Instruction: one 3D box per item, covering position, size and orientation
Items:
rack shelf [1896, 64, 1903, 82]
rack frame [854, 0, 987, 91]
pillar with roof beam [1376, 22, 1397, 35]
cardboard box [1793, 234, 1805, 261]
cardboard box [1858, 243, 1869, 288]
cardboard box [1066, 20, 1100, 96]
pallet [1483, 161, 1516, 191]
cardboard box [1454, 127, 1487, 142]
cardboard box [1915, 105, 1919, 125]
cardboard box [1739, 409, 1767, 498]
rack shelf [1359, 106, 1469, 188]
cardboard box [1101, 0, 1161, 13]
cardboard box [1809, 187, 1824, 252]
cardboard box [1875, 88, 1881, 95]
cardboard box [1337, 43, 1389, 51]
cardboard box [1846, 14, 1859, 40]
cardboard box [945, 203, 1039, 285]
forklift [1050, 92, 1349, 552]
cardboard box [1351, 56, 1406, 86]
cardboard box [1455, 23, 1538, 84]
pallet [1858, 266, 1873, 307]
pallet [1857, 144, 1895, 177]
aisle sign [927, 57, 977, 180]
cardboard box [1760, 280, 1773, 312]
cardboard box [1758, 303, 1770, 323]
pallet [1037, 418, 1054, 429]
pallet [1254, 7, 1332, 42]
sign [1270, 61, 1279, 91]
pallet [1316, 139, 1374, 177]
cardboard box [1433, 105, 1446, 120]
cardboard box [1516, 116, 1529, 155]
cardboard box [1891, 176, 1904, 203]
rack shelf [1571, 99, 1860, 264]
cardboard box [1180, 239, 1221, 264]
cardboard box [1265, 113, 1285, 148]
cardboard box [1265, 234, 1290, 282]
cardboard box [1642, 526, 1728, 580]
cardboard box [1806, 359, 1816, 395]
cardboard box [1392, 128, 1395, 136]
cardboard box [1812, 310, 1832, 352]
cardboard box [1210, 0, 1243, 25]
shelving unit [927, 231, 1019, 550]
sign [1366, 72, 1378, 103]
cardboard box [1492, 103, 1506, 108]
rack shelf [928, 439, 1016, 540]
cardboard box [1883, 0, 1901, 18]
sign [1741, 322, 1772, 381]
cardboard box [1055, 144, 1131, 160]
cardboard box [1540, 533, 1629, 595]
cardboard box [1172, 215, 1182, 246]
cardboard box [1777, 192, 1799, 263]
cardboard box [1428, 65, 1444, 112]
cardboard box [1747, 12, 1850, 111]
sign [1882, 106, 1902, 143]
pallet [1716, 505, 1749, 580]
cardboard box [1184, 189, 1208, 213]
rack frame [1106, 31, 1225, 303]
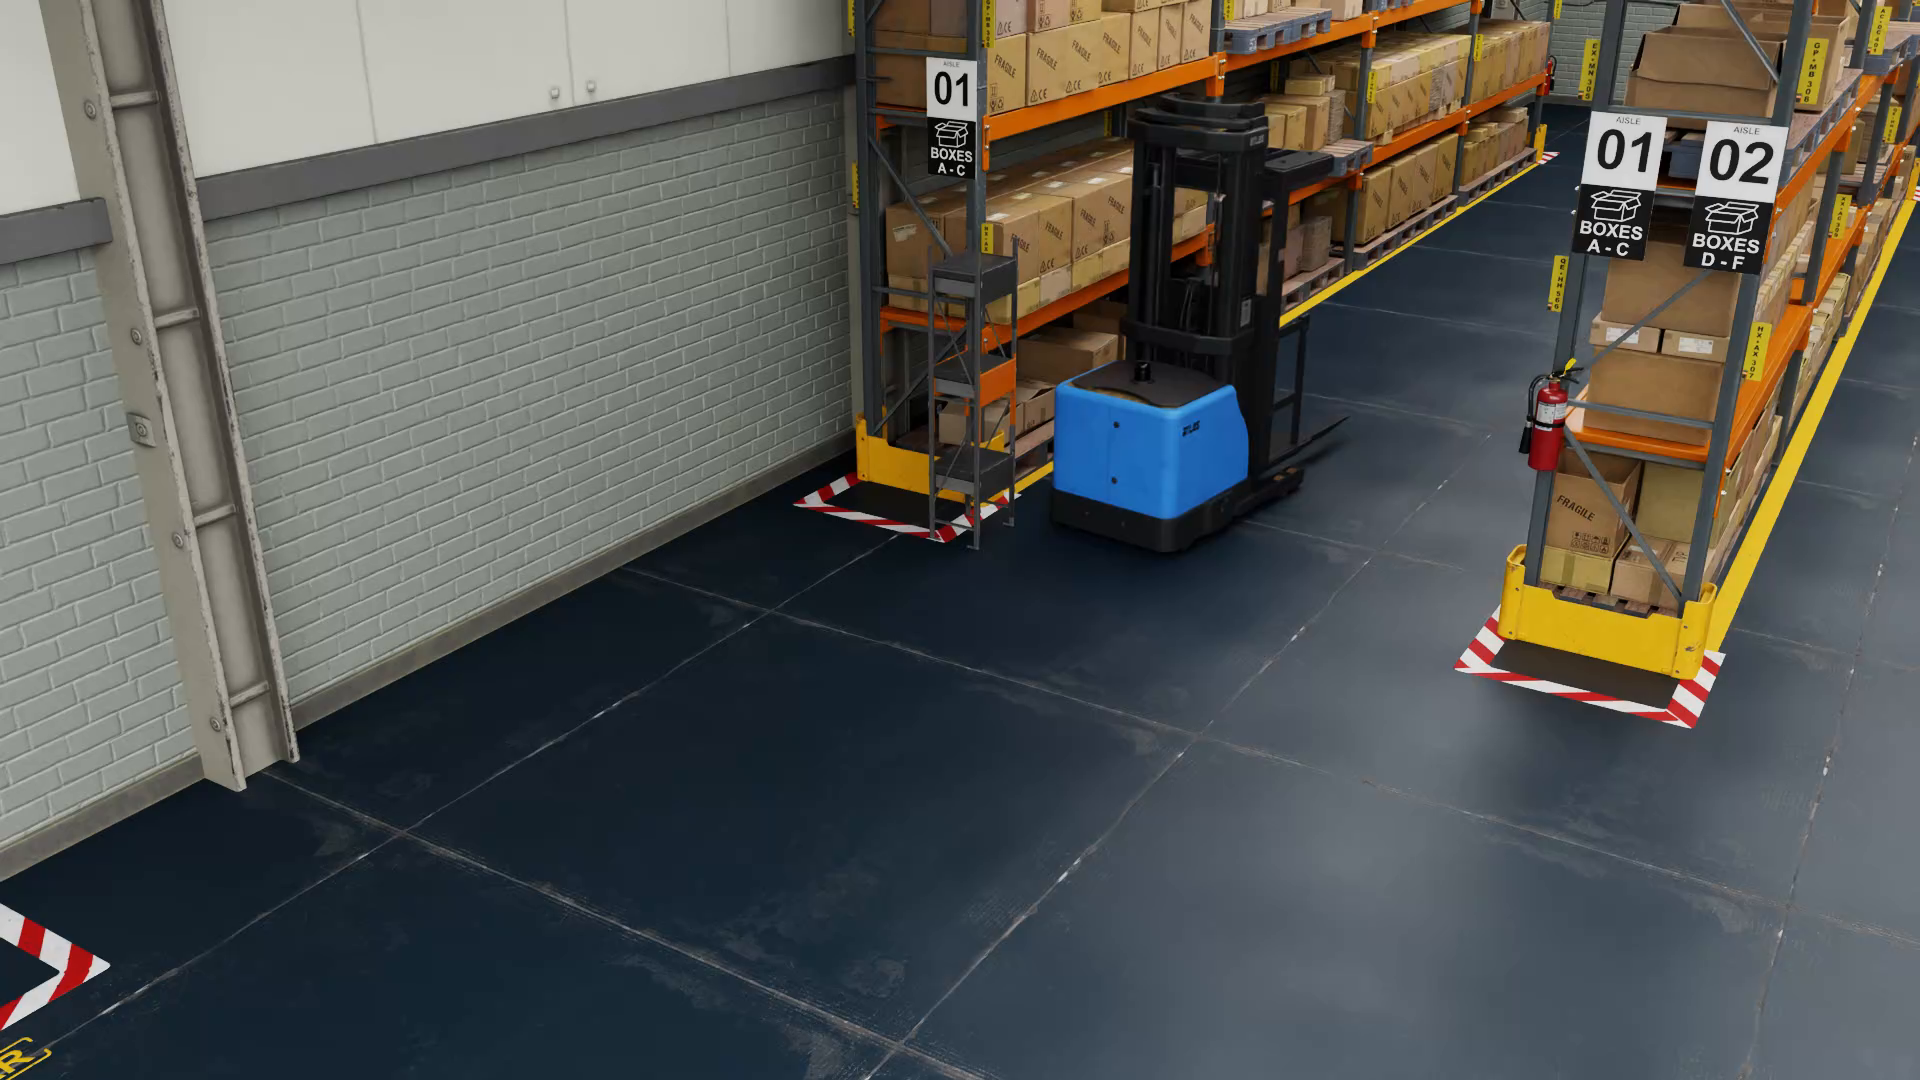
[{"bbox_3d":[9.211,-5.149,16.998,1.077,0.370,4.000,14,27,29],"label":"rack shelf"},{"bbox_3d":[-0.275,-4.517,10.857,1.000,3.000,0.127,14,27,29],"label":"rack frame"},{"bbox_3d":[9.347,-8.083,19.094,9.100,9.000,0.400,14,27,29],"label":"pillar with roof beam"},{"bbox_3d":[5.816,-2.112,11.911,0.380,0.149,0.250,13,27,27],"label":"cardboard box"},{"bbox_3d":[8.910,-2.754,16.928,0.500,0.500,0.500,13,27,27],"label":"cardboard box"},{"bbox_3d":[0.698,-3.606,12.377,0.500,0.500,0.500,15,28,31],"label":"cardboard box"},{"bbox_3d":[7.165,-5.188,23.469,1.003,0.211,1.213,14,27,29],"label":"pallet"},{"bbox_3d":[6.872,-5.466,22.401,0.380,0.149,0.250,15,28,31],"label":"cardboard box"},{"bbox_3d":[11.299,-5.280,20.045,0.500,0.500,0.500,14,27,29],"label":"cardboard box"},{"bbox_3d":[5.201,-0.642,11.447,0.500,0.500,0.500,14,27,29],"label":"cardboard box"},{"bbox_3d":[5.000,-4.809,19.988,1.077,0.370,4.000,14,27,29],"label":"rack shelf"},{"bbox_3d":[1.255,-4.413,12.983,0.500,0.500,0.500,13,27,27],"label":"cardboard box"},{"bbox_3d":[7.007,-2.726,14.145,0.500,0.500,0.500,14,27,29],"label":"cardboard box"},{"bbox_3d":[9.517,-4.658,18.079,0.700,0.500,0.500,19,30,37],"label":"cardboard box"},{"bbox_3d":[4.782,-5.726,19.731,0.500,0.250,0.500,13,27,28],"label":"cardboard box"},{"bbox_3d":[7.106,-4.210,13.584,0.500,0.250,0.500,11,26,25],"label":"cardboard box"},{"bbox_3d":[0.232,-2.147,12.153,0.500,0.500,0.500,14,27,29],"label":"cardboard box"},{"bbox_3d":[1.960,-1.776,12.164,1.130,2.935,3.031,18,29,35],"label":"forklift"},{"bbox_3d":[4.687,-5.281,18.703,0.500,0.250,0.500,13,27,28],"label":"cardboard box"},{"bbox_3d":[7.530,-6.880,23.489,0.980,0.700,0.700,14,27,29],"label":"cardboard box"},{"bbox_3d":[9.226,-2.802,17.956,1.003,0.211,1.213,14,27,29],"label":"pallet"},{"bbox_3d":[9.178,-3.997,17.448,1.003,0.211,1.213,14,27,29],"label":"pallet"},{"bbox_3d":[-0.058,-2.870,11.331,0.394,0.787,0.004,14,27,29],"label":"aisle sign"},{"bbox_3d":[5.003,-1.593,10.712,0.380,0.149,0.250,13,27,28],"label":"cardboard box"},{"bbox_3d":[5.007,-1.451,11.200,0.700,0.500,0.500,15,27,31],"label":"cardboard box"},{"bbox_3d":[0.868,-1.187,14.226,1.003,0.211,1.213,14,27,29],"label":"pallet"},{"bbox_3d":[2.796,-4.941,15.849,1.213,0.211,1.003,14,27,29],"label":"pallet"},{"bbox_3d":[3.472,-5.111,18.322,0.100,0.325,0.005,14,27,29],"label":"sign"},{"bbox_3d":[3.660,-4.113,17.717,1.213,0.211,1.003,14,27,29],"label":"pallet"},{"bbox_3d":[5.740,-5.265,20.427,0.380,0.149,0.250,14,27,29],"label":"cardboard box"},{"bbox_3d":[7.881,-5.953,24.342,0.700,0.500,0.500,14,27,29],"label":"cardboard box"},{"bbox_3d":[11.771,-4.518,21.318,0.500,0.250,0.500,14,27,29],"label":"cardboard box"},{"bbox_3d":[4.991,-2.449,10.760,1.077,0.370,4.000,14,27,29],"label":"rack shelf"},{"bbox_3d":[2.439,-2.914,16.355,0.500,0.250,0.500,13,27,28],"label":"cardboard box"},{"bbox_3d":[2.754,-3.942,16.401,0.700,0.500,0.500,18,29,36],"label":"cardboard box"},{"bbox_3d":[3.001,-2.942,17.362,0.700,0.500,0.500,14,27,29],"label":"cardboard box"},{"bbox_3d":[4.668,0.038,10.819,0.500,0.250,0.500,14,27,29],"label":"cardboard box"},{"bbox_3d":[7.011,-1.440,14.233,0.500,0.250,0.500,13,27,27],"label":"cardboard box"},{"bbox_3d":[4.826,-4.776,19.298,0.380,0.149,0.250,15,27,30],"label":"cardboard box"},{"bbox_3d":[7.285,-1.872,14.525,0.500,0.311,0.500,15,27,30],"label":"cardboard box"},{"bbox_3d":[2.192,-4.897,14.856,0.500,0.500,0.500,18,30,36],"label":"cardboard box"},{"bbox_3d":[0.088,-1.019,11.462,0.431,2.100,0.503,14,27,29],"label":"shelving unit"},{"bbox_3d":[4.411,-4.849,17.817,0.100,0.325,0.005,14,27,29],"label":"sign"},{"bbox_3d":[7.777,-6.334,24.408,0.380,0.149,0.250,14,27,29],"label":"cardboard box"},{"bbox_3d":[0.087,-0.365,11.745,0.431,0.518,0.480,14,27,29],"label":"rack shelf"},{"bbox_3d":[8.357,-5.004,15.632,0.910,0.500,0.500,14,27,29],"label":"cardboard box"},{"bbox_3d":[4.404,-1.042,9.193,0.100,0.325,0.005,14,27,29],"label":"sign"},{"bbox_3d":[1.134,-3.110,14.378,0.500,0.500,0.500,14,27,29],"label":"cardboard box"},{"bbox_3d":[3.968,0.099,10.678,0.500,0.250,0.500,14,27,29],"label":"cardboard box"},{"bbox_3d":[1.573,-2.665,14.293,0.500,0.250,0.500,14,27,29],"label":"cardboard box"},{"bbox_3d":[5.287,-2.228,11.361,0.700,0.500,0.500,14,27,29],"label":"cardboard box"},{"bbox_3d":[5.493,-5.455,20.050,0.500,0.500,0.500,14,27,29],"label":"cardboard box"},{"bbox_3d":[5.044,-2.910,10.090,0.500,0.500,0.500,14,27,29],"label":"cardboard box"},{"bbox_3d":[8.629,-3.843,15.395,0.100,0.325,0.005,14,27,29],"label":"sign"},{"bbox_3d":[4.948,-0.125,11.772,1.003,0.211,1.213,14,27,29],"label":"pallet"},{"bbox_3d":[1.849,-3.174,14.526,0.500,0.500,0.500,14,27,29],"label":"cardboard box"},{"bbox_3d":[1.835,-3.114,15.168,1.000,3.000,0.127,14,27,29],"label":"rack frame"}]
